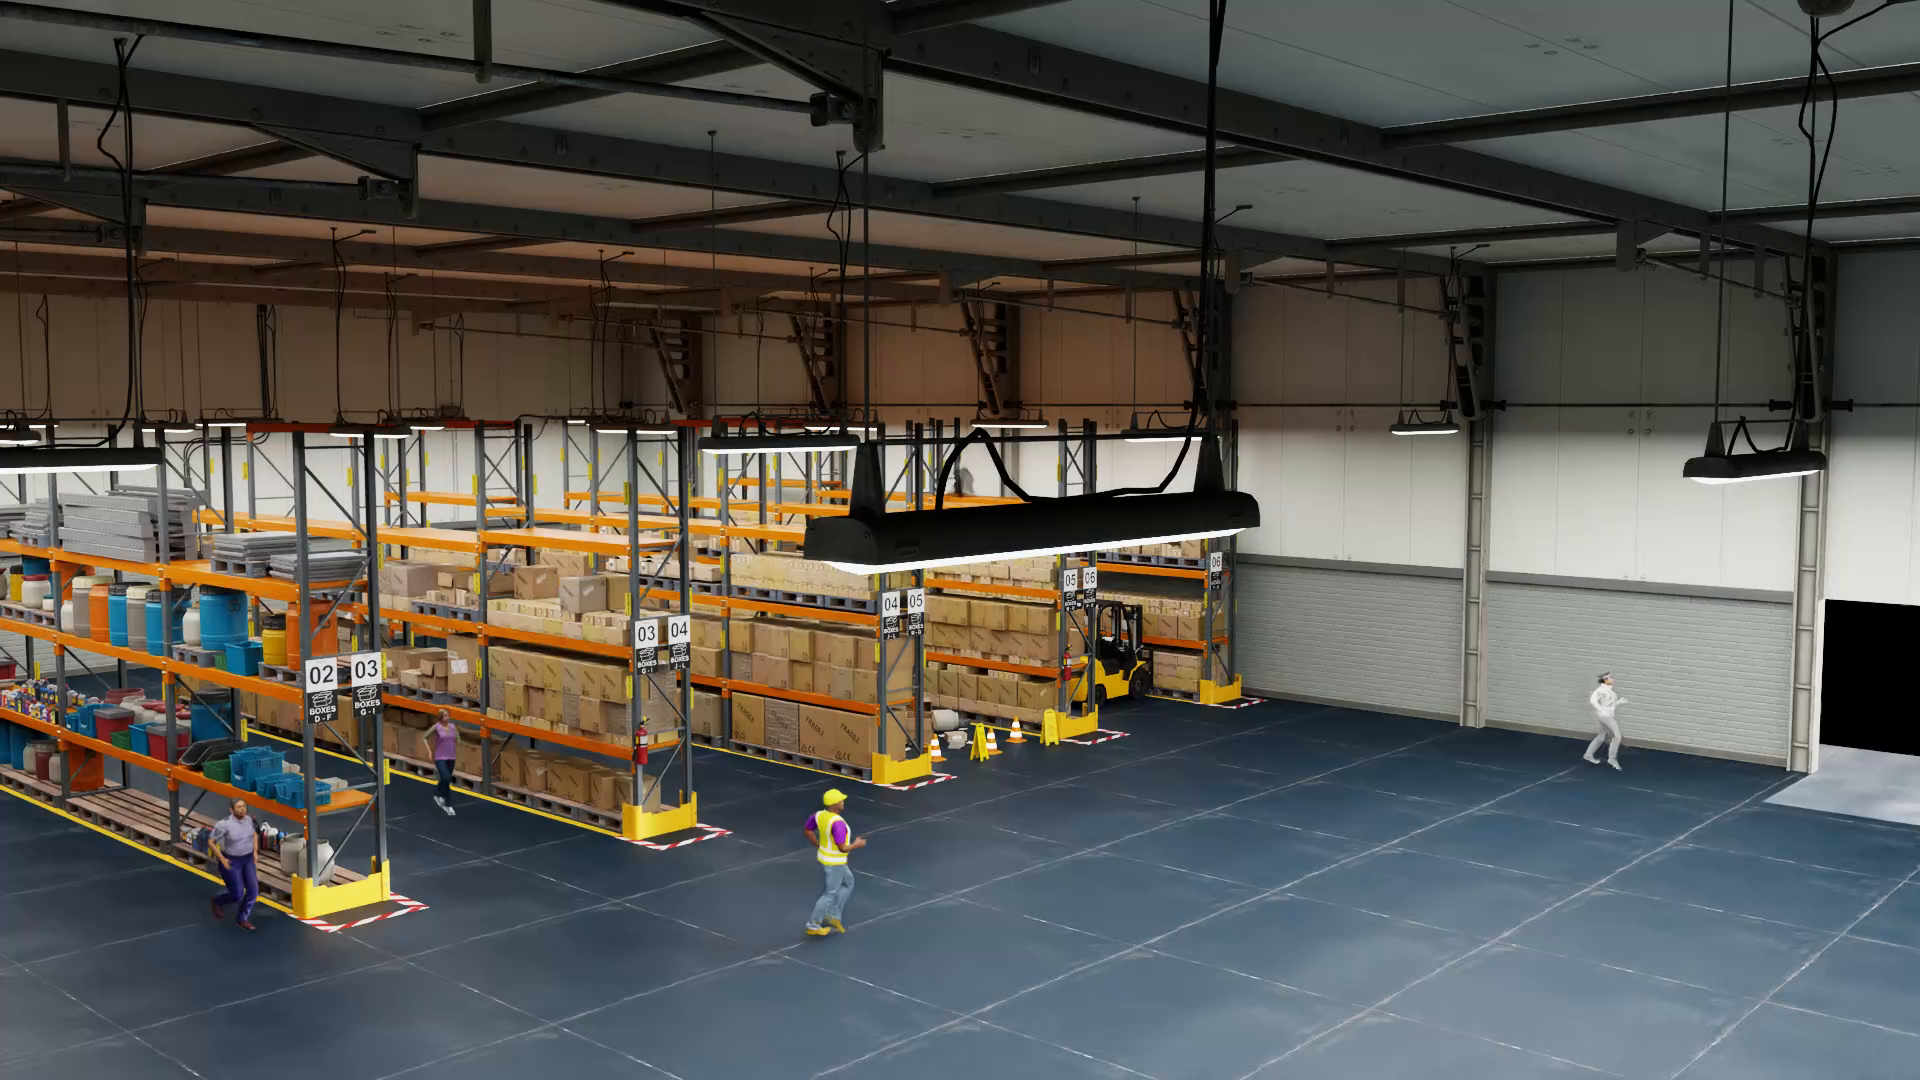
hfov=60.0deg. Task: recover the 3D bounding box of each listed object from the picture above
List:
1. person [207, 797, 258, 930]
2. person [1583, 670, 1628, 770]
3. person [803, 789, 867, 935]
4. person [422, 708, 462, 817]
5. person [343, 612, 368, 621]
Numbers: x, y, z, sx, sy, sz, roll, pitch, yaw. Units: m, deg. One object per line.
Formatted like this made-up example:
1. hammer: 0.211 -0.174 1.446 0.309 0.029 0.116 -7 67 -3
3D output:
1. person: -8.768 3.904 20.088 0.554 1.629 0.640 2 5 27
2. person: 11.245 3.122 28.941 0.695 1.753 0.593 2 5 23
3. person: -1.488 3.847 19.740 0.738 1.805 0.671 -2 5 -23
4. person: -7.990 3.418 25.750 0.759 1.624 0.516 4 6 41
5. person: -14.087 2.317 38.514 0.721 1.731 0.812 1 5 10
